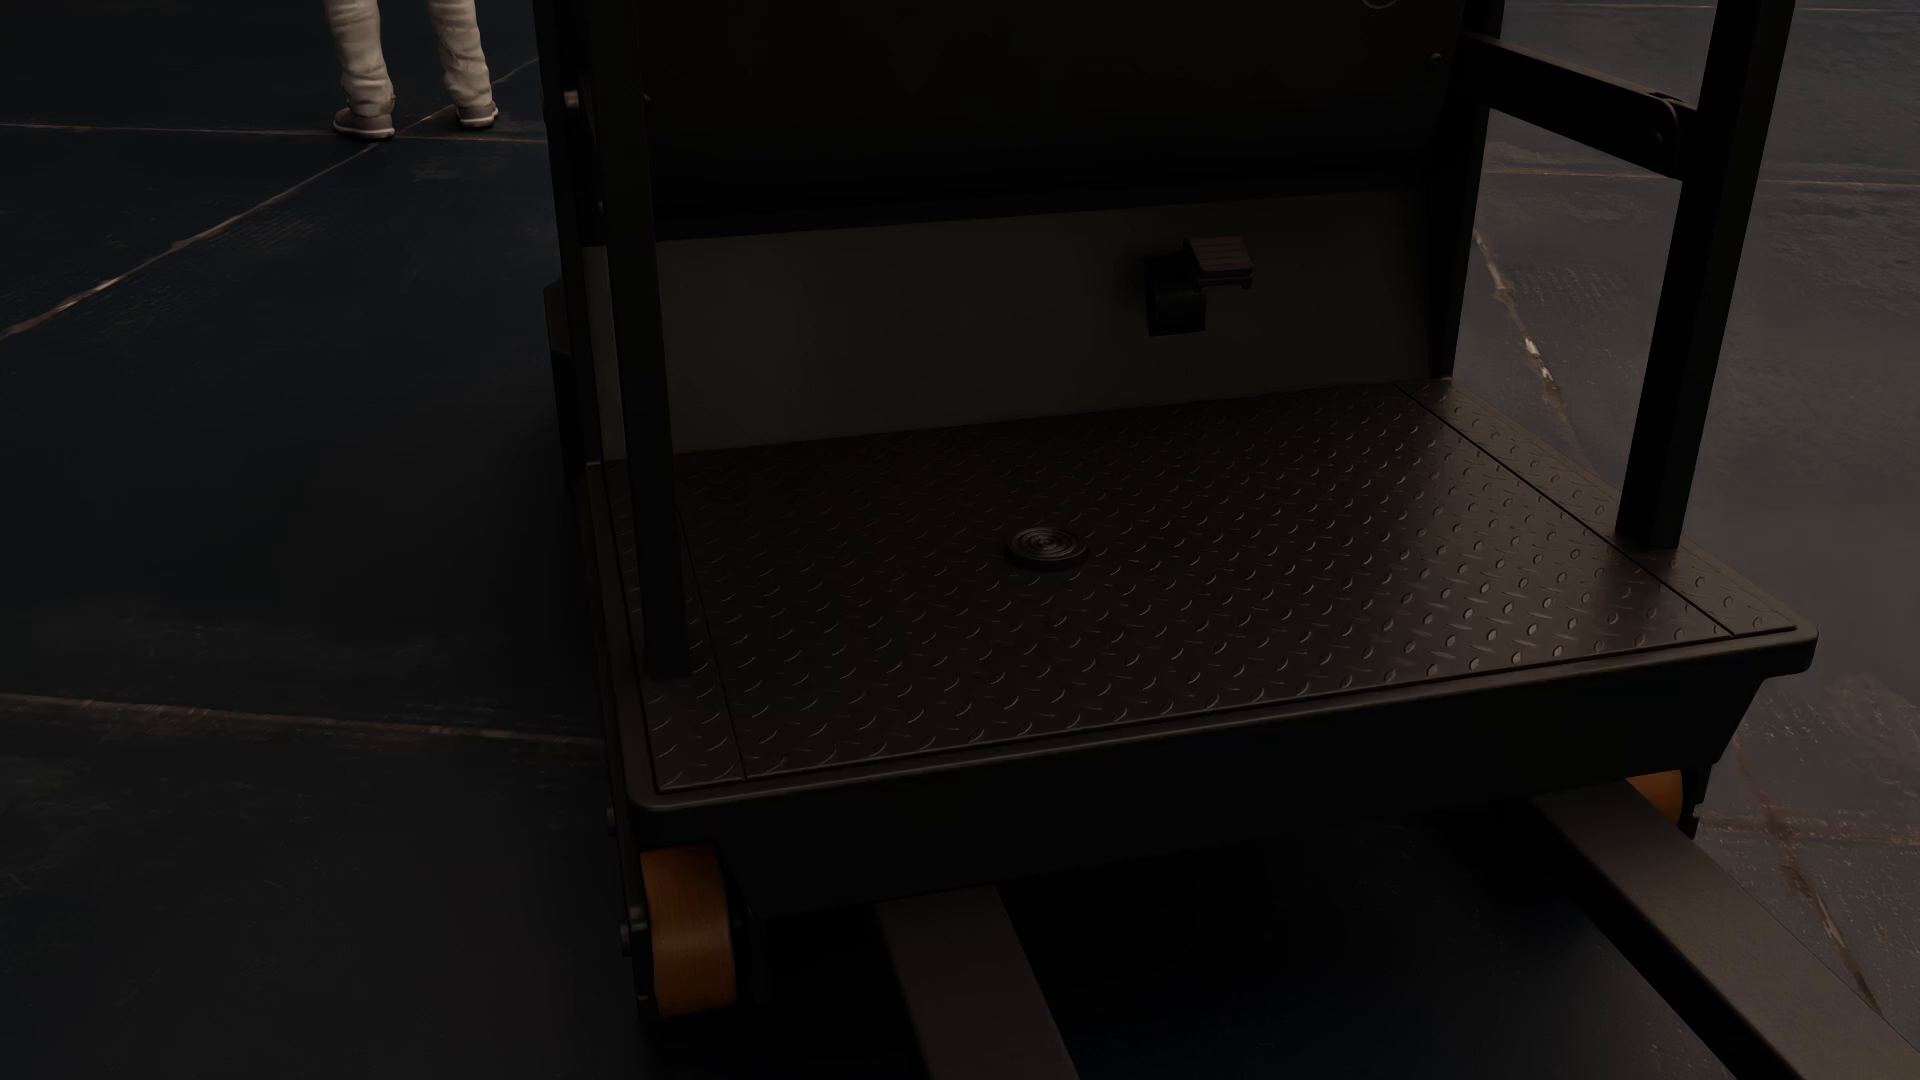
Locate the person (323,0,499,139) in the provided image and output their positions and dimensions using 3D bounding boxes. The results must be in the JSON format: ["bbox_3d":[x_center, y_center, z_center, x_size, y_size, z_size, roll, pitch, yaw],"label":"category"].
[{"bbox_3d":[-1.629,-1.970,4.586,0.559,1.665,0.468,-16,31,-29],"label":"person"}]

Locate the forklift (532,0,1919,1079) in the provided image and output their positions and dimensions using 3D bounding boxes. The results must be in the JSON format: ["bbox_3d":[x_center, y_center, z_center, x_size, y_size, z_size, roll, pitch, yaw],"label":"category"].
[{"bbox_3d":[0.153,-1.049,1.319,1.130,2.935,3.031,-7,27,-13],"label":"forklift"}]
